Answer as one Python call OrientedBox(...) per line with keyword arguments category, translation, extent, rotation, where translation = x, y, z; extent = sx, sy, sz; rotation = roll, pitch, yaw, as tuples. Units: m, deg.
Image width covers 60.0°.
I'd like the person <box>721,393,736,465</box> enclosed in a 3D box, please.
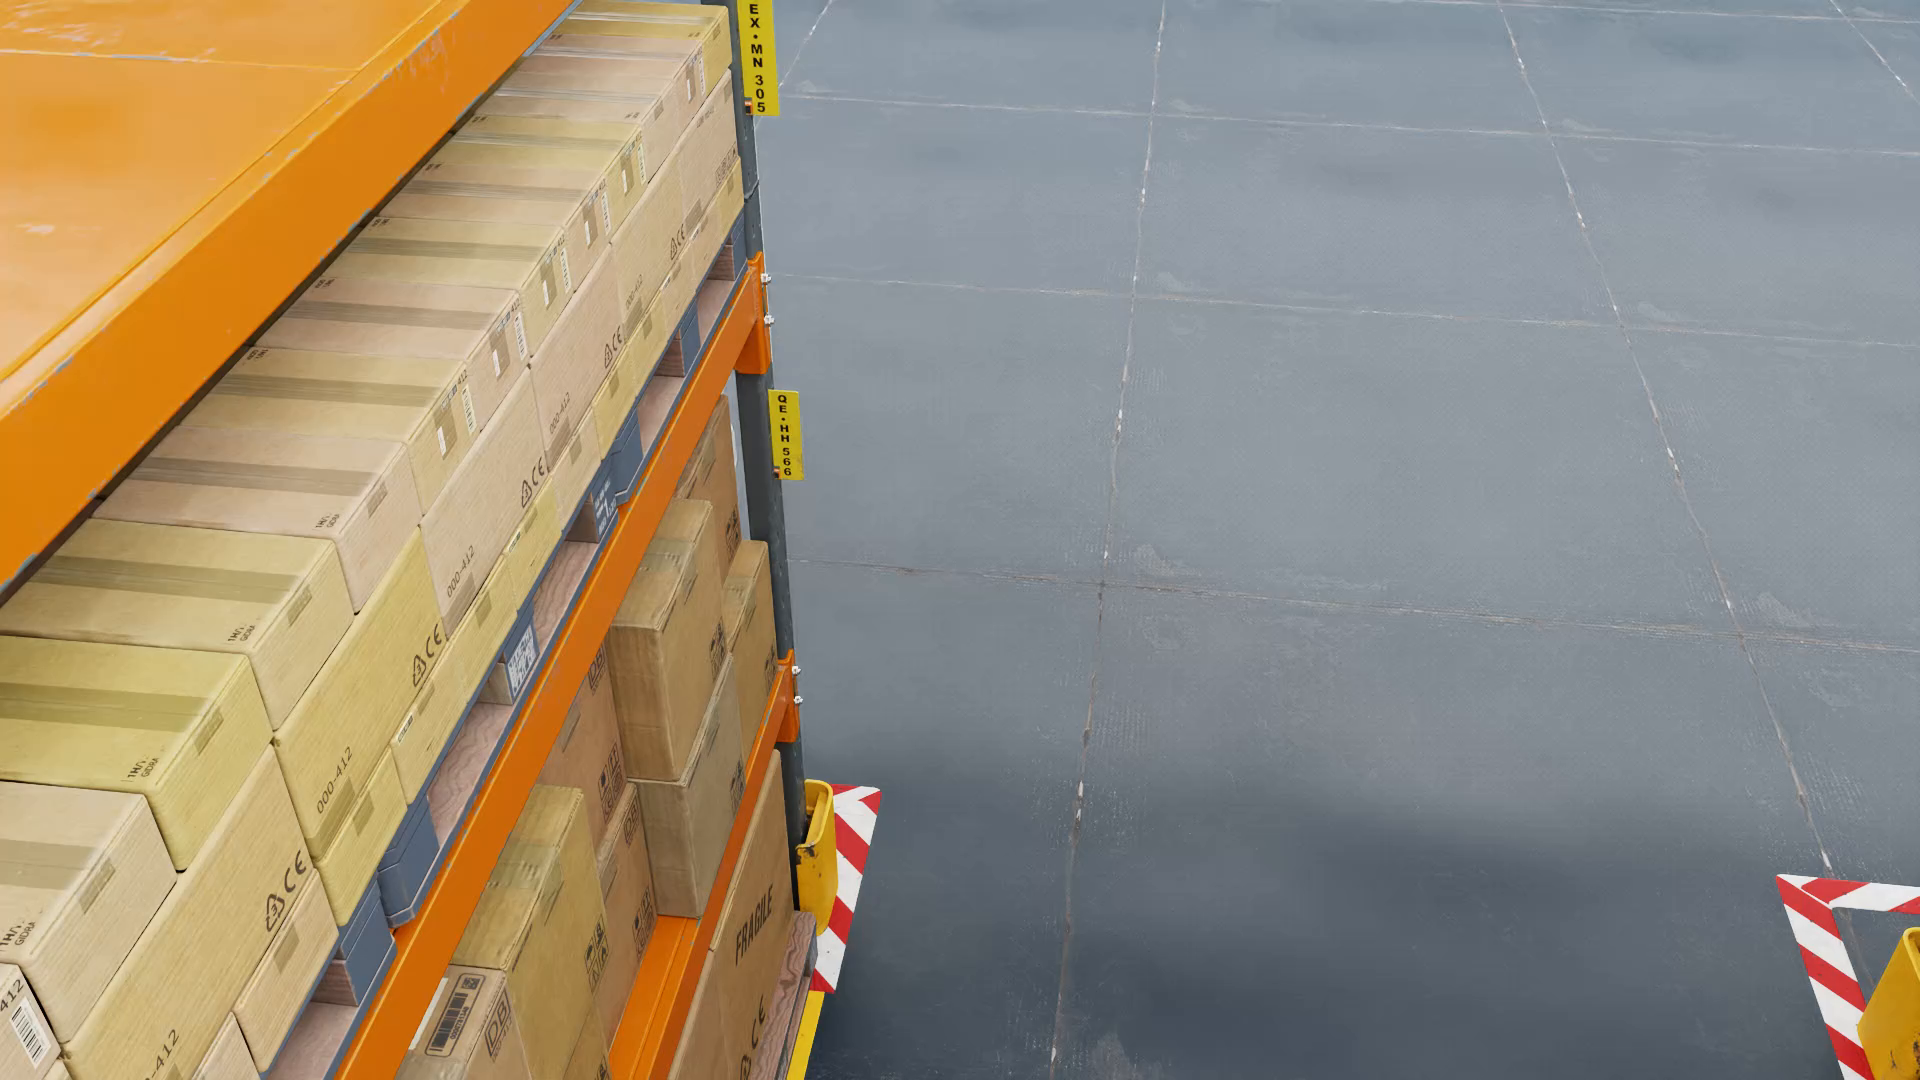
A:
OrientedBox(category="person", translation=(-1.189, -0.295, 7.435), extent=(0.373, 1.665, 0.547), rotation=(2, 36, 3))
